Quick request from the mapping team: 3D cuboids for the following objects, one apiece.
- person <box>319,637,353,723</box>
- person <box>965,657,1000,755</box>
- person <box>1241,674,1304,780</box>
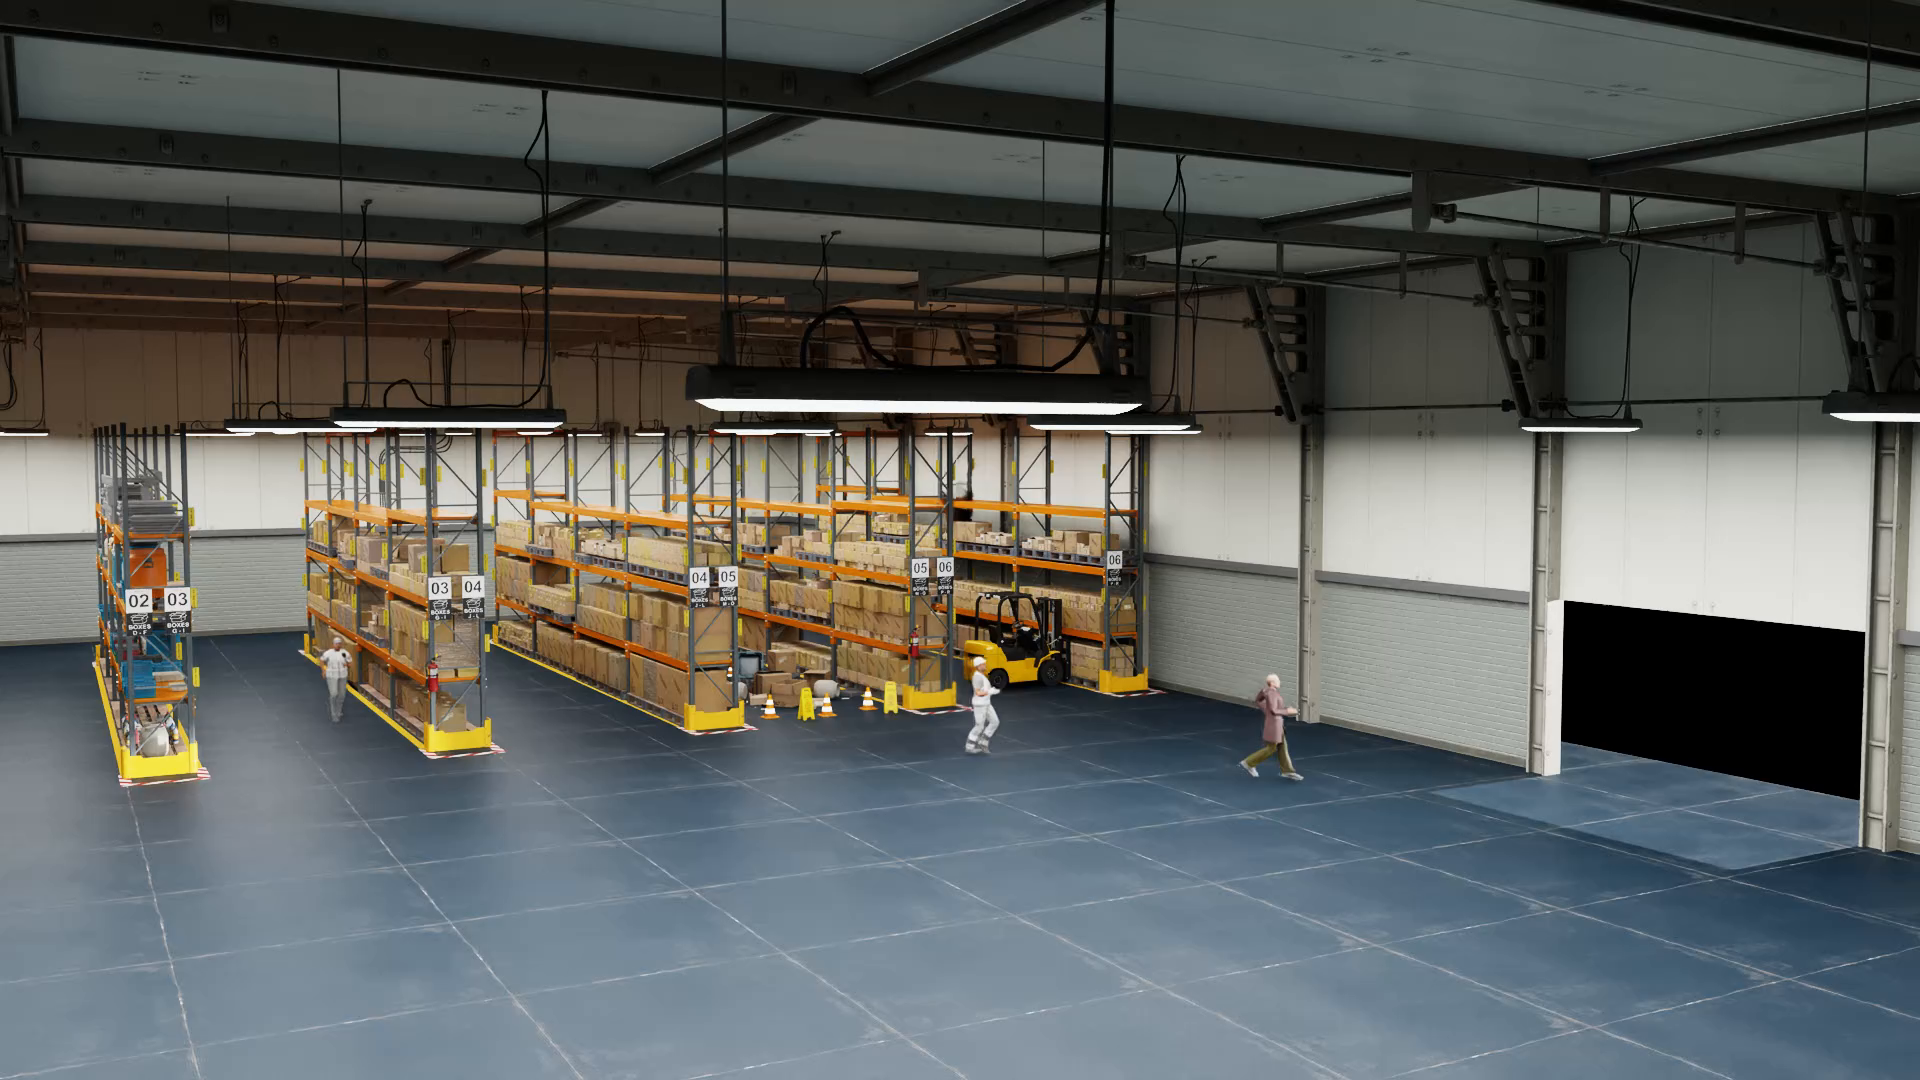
[{"bbox_3d":[-12.684,2.842,33.861,0.580,1.727,0.770,-3,4,-36],"label":"person"},{"bbox_3d":[0.430,3.013,30.071,0.681,1.809,0.635,1,4,18],"label":"person"},{"bbox_3d":[5.220,3.131,27.771,1.049,1.781,0.710,0,3,7],"label":"person"}]
